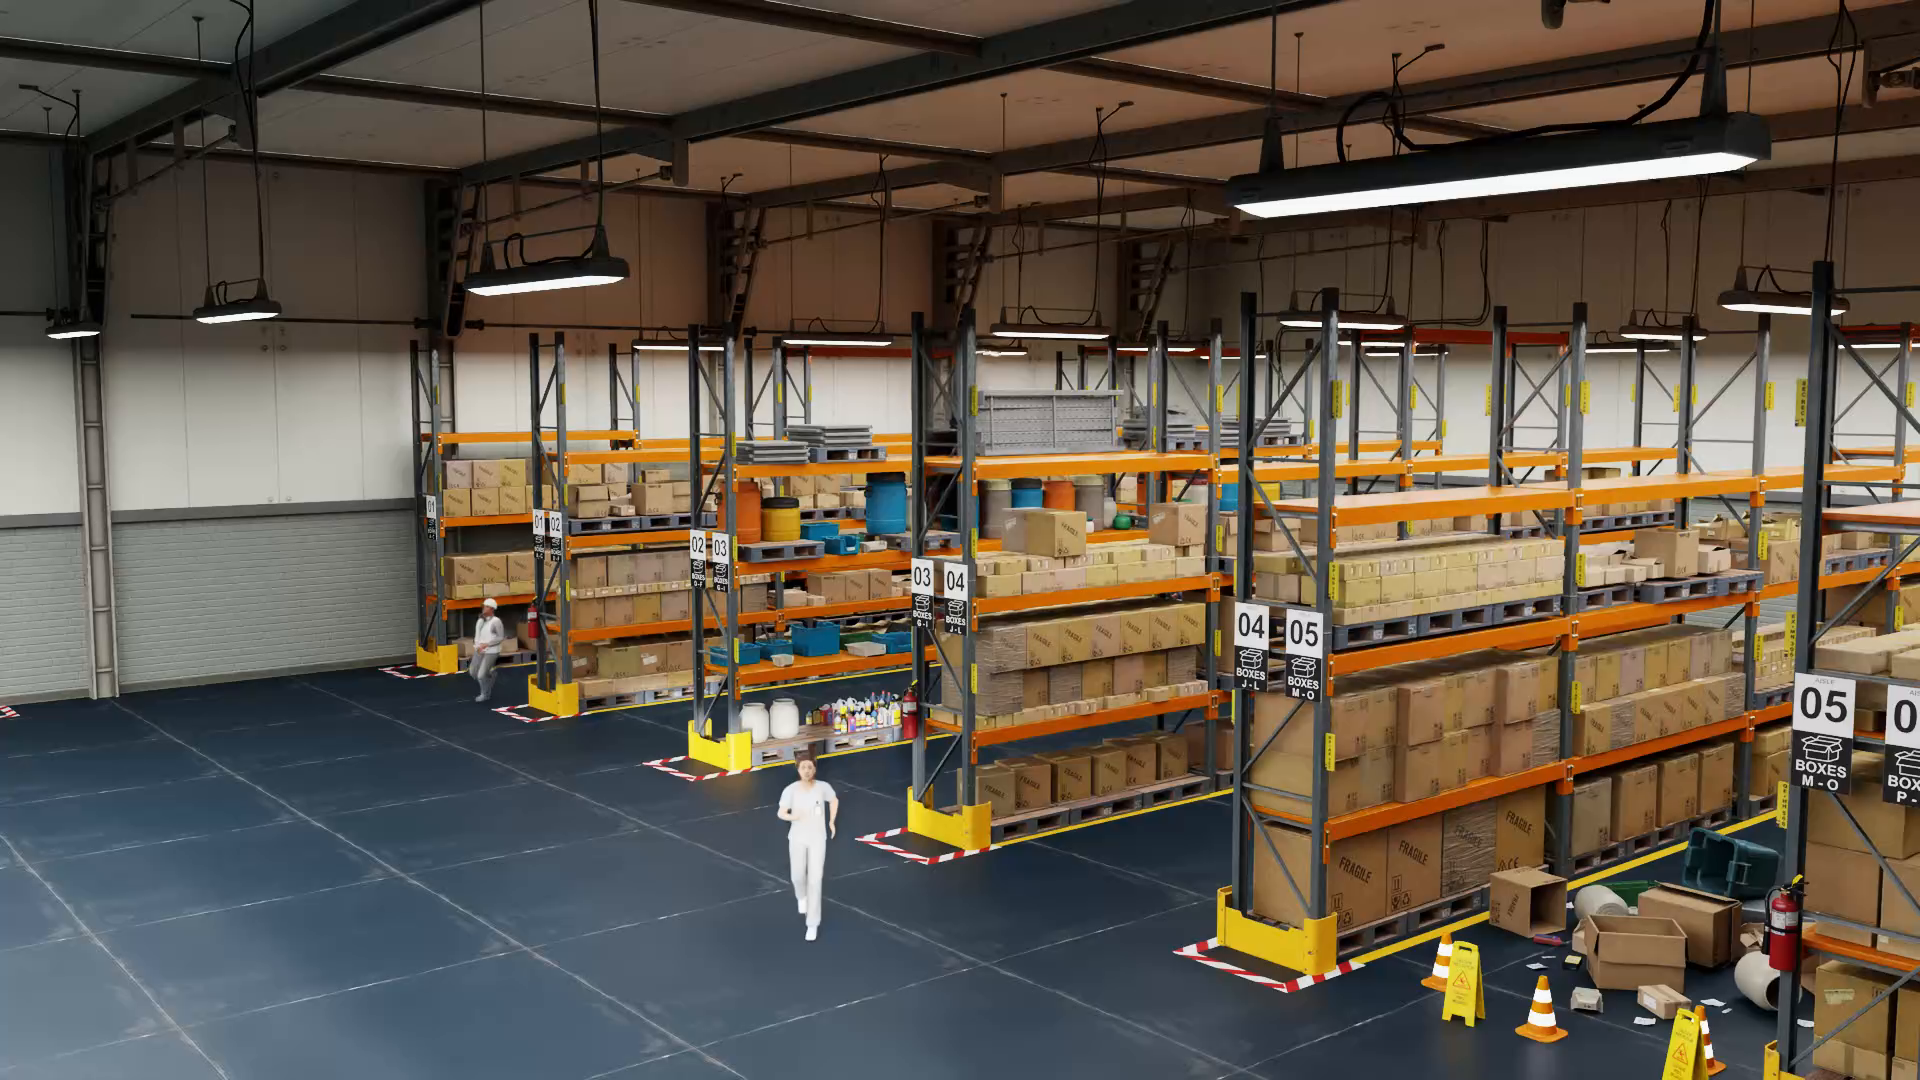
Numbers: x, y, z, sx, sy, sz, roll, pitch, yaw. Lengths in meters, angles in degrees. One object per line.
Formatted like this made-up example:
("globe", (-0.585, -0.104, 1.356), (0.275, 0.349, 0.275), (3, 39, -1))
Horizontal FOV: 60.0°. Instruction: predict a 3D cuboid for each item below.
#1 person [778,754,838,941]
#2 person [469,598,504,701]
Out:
("person", (-1.439, 2.856, 15.773), (0.565, 1.643, 0.970), (0, 5, -2))
("person", (-7.739, 1.803, 27.367), (0.659, 1.706, 0.607), (3, 6, 33))
